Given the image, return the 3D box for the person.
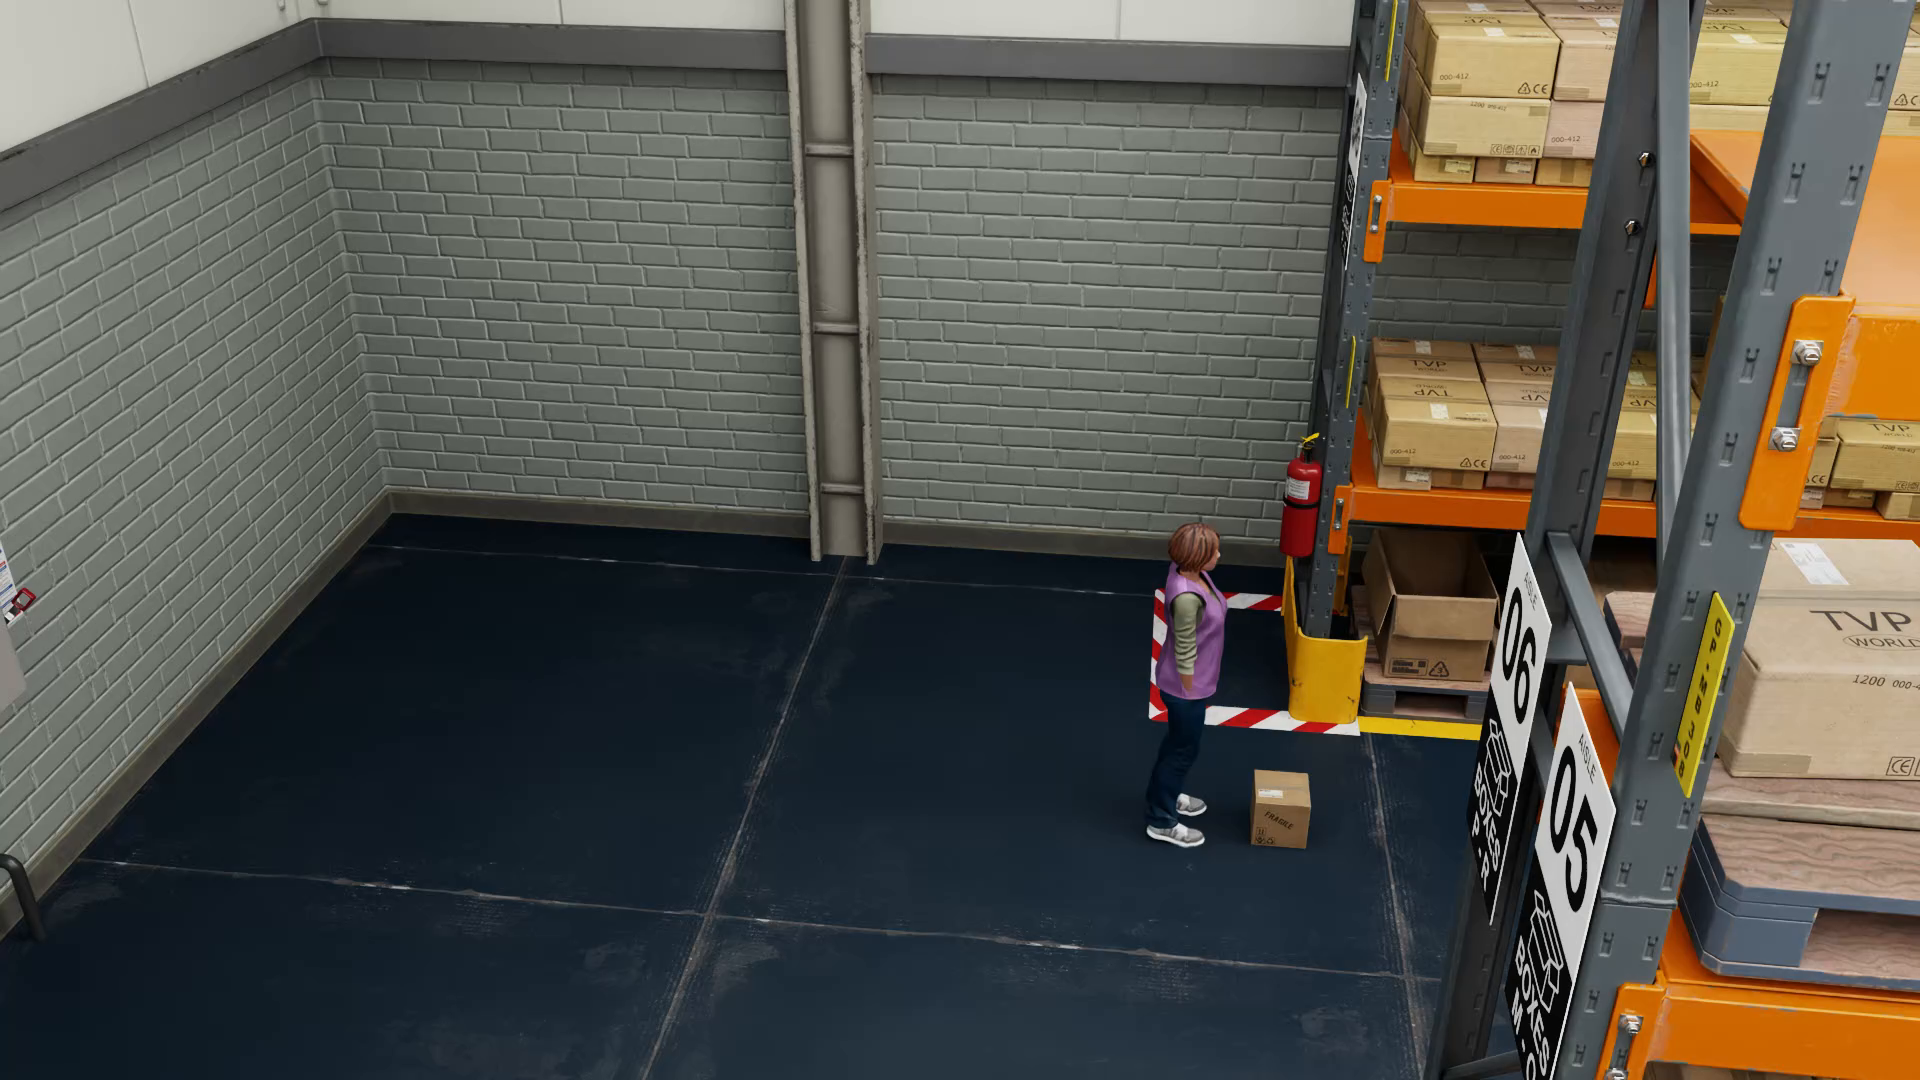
[{"bbox_3d":[1.021,0.632,7.493,0.308,1.598,0.406,4,29,7],"label":"person"}]
